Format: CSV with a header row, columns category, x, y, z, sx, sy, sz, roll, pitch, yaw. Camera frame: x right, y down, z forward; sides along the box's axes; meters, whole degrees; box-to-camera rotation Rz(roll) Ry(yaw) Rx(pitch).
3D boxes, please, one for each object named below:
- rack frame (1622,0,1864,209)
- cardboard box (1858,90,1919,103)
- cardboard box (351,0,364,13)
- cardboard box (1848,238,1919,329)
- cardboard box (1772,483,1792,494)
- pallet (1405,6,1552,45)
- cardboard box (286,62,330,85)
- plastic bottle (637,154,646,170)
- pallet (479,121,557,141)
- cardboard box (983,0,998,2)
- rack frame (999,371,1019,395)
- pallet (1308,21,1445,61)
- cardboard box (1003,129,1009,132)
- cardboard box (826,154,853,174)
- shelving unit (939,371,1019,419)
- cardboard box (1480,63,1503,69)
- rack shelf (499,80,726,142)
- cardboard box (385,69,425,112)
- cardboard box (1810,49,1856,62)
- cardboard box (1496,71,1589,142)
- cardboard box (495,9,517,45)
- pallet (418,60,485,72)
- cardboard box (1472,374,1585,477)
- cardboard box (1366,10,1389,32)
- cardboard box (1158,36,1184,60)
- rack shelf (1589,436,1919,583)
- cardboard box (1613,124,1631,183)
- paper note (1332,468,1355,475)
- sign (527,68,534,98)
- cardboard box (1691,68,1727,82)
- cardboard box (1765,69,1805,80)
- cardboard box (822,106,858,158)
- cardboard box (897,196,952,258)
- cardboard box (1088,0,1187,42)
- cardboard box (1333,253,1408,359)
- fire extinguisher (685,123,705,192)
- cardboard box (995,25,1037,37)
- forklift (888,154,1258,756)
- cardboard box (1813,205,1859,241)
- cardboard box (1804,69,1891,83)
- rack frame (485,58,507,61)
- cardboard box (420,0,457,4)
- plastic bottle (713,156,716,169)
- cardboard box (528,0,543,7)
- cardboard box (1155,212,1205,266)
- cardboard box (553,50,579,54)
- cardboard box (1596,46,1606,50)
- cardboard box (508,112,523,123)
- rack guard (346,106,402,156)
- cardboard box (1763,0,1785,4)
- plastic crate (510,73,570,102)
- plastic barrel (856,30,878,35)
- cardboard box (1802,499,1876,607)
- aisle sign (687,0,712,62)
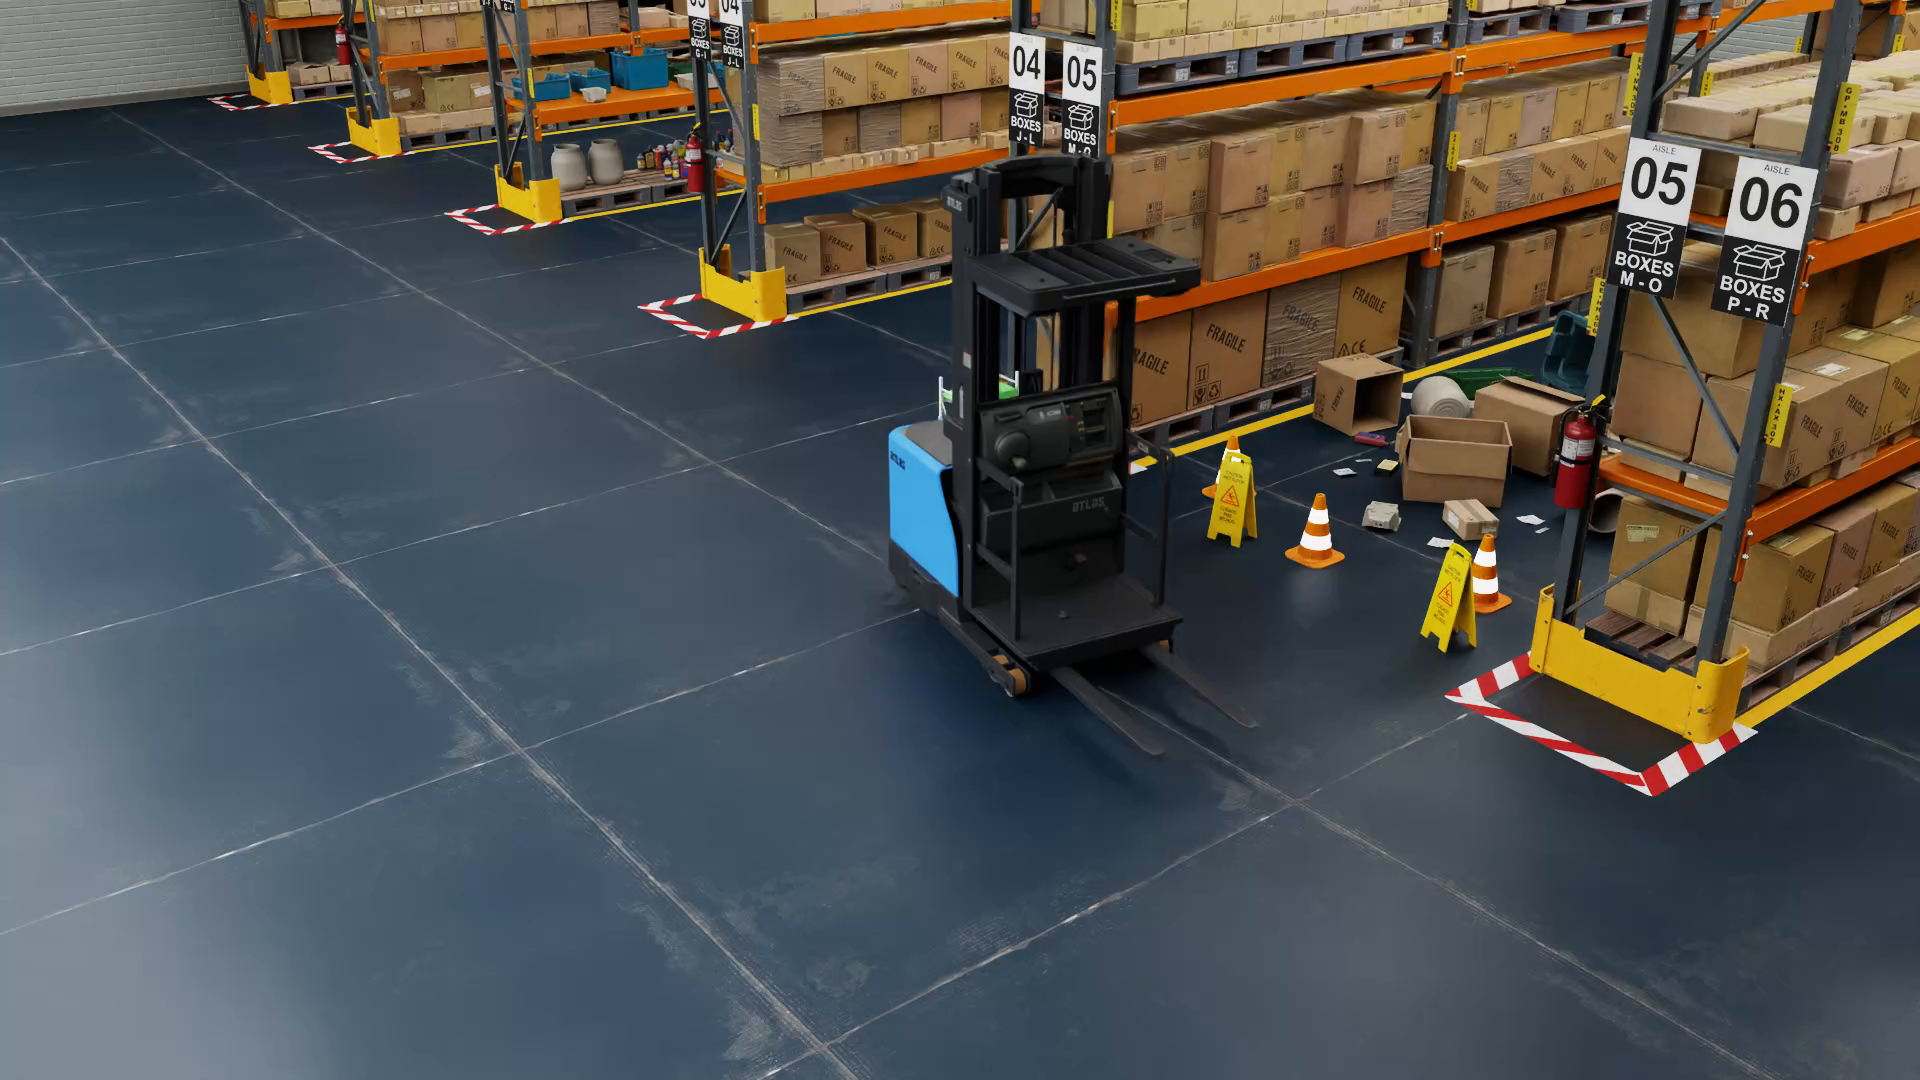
category,x,y,z,sx,sy,sz,roll,pitch,yaw
rack frame,3.864,-3.149,7.846,0.127,3.000,1.000,-18,31,-34
cardboard box,5.072,-2.313,8.958,0.250,0.149,0.380,-18,31,-34
cardboard box,-10.037,-8.866,27.445,0.500,0.250,0.500,-19,31,-35
cardboard box,5.350,-1.646,10.073,0.500,0.500,0.700,-18,31,-34
cardboard box,4.449,-0.404,9.356,0.250,0.149,0.380,-18,30,-33
pallet,4.568,-4.609,14.781,1.217,0.209,0.805,-20,31,-36
cardboard box,-10.821,-7.763,27.586,0.500,0.311,0.500,-23,33,-40
plastic bottle,-4.133,-4.904,21.555,0.097,0.201,0.097,0,25,0
pallet,-6.826,-6.256,24.979,1.213,0.211,1.003,-18,31,-34
cardboard box,0.281,-5.705,17.095,0.500,0.250,0.500,-17,30,-33
rack frame,0.322,-0.651,11.727,0.015,1.200,0.240,-18,31,-34
pallet,3.227,-4.192,13.761,1.213,0.211,1.003,-18,31,-34
cardboard box,0.472,-4.376,17.914,0.250,0.149,0.380,-18,31,-34
cardboard box,-1.282,-3.782,16.635,0.250,0.149,0.380,-18,31,-34
shelving unit,0.130,-0.587,11.590,0.503,1.200,0.258,-18,31,-34
cardboard box,6.992,-6.661,22.421,0.500,0.500,0.500,-18,30,-34
rack shelf,-3.734,-5.545,20.989,4.000,0.370,1.077,-18,31,-34
cardboard box,-8.123,-6.515,24.101,0.500,0.500,0.500,-18,31,-34
cardboard box,10.379,-5.558,19.691,0.500,0.500,0.500,-18,30,-34
cardboard box,5.464,-4.106,15.728,0.500,0.500,0.700,-19,31,-35
cardboard box,-6.769,-7.559,24.355,0.500,0.500,0.700,-17,30,-33
pallet,-8.780,-8.221,29.214,1.213,0.211,1.003,-18,31,-34
cardboard box,4.414,-0.898,12.925,0.503,0.637,0.797,-18,31,-34
cardboard box,3.186,-4.163,13.274,0.250,0.149,0.380,-18,30,-34
cardboard box,1.397,-3.573,12.004,0.250,0.149,0.380,-18,30,-34
rack shelf,5.437,-0.621,10.380,4.000,0.370,1.077,-18,31,-34
cardboard box,6.443,-3.830,16.320,0.500,0.500,0.500,-18,31,-34
paper note,2.978,-0.528,12.853,0.142,0.017,0.144,-8,26,-16
sign,-4.972,-5.294,19.264,0.005,0.325,0.100,-18,31,-34
cardboard box,8.147,-5.080,18.226,0.250,0.149,0.380,-17,30,-32
cardboard box,8.951,-4.998,18.048,0.250,0.149,0.380,-20,31,-36
cardboard box,-1.482,-4.194,16.752,0.500,0.500,0.875,-18,31,-34
cardboard box,-0.329,-3.377,17.934,0.500,0.500,0.500,-22,33,-38
cardboard box,1.268,-3.745,11.900,0.500,0.250,0.500,-18,31,-34
cardboard box,3.339,-2.167,14.881,0.875,0.875,0.875,-18,30,-33
fire extinguisher,-2.626,-3.799,16.463,0.183,0.674,0.296,-18,31,-34
cardboard box,0.712,-5.176,17.679,0.500,0.500,0.500,-18,31,-34
forklift,0.640,-0.621,9.607,1.130,2.935,3.031,-12,28,-24
cardboard box,4.325,-1.653,8.484,0.250,0.149,0.380,-18,31,-34
cardboard box,5.134,-2.631,9.645,0.250,0.149,0.380,-17,30,-33
rack frame,-8.273,-9.672,29.028,0.127,3.000,1.000,-18,31,-34
cardboard box,-7.534,-7.896,23.541,0.500,0.500,0.700,-19,31,-35
plastic bottle,-3.181,-4.849,21.353,0.097,0.271,0.097,0,25,0
cardboard box,-6.295,-7.901,24.322,0.250,0.149,0.380,-17,30,-33
cardboard box,1.413,-2.371,13.117,0.550,0.550,0.875,-18,31,-34
cardboard box,-7.329,-9.086,30.211,0.500,0.500,0.700,-19,31,-35
cardboard box,9.059,-7.154,23.901,0.250,0.149,0.380,-18,30,-33
cardboard box,-6.621,-6.391,24.726,0.500,0.250,0.500,-18,31,-34
rack guard,-8.380,-5.853,23.768,0.348,0.500,1.175,-18,31,-34
cardboard box,8.028,-5.718,16.825,0.500,0.500,0.500,-18,31,-34
plastic crate,-5.098,-5.513,20.243,0.616,0.251,0.499,-18,31,-34
plastic barrel,-1.272,-6.628,22.307,0.433,0.535,0.433,0,25,0
cardboard box,5.096,0.027,10.005,0.500,0.500,0.500,-20,31,-36
aisle sign,-2.485,-4.973,15.815,0.004,0.787,0.394,-18,31,-34
